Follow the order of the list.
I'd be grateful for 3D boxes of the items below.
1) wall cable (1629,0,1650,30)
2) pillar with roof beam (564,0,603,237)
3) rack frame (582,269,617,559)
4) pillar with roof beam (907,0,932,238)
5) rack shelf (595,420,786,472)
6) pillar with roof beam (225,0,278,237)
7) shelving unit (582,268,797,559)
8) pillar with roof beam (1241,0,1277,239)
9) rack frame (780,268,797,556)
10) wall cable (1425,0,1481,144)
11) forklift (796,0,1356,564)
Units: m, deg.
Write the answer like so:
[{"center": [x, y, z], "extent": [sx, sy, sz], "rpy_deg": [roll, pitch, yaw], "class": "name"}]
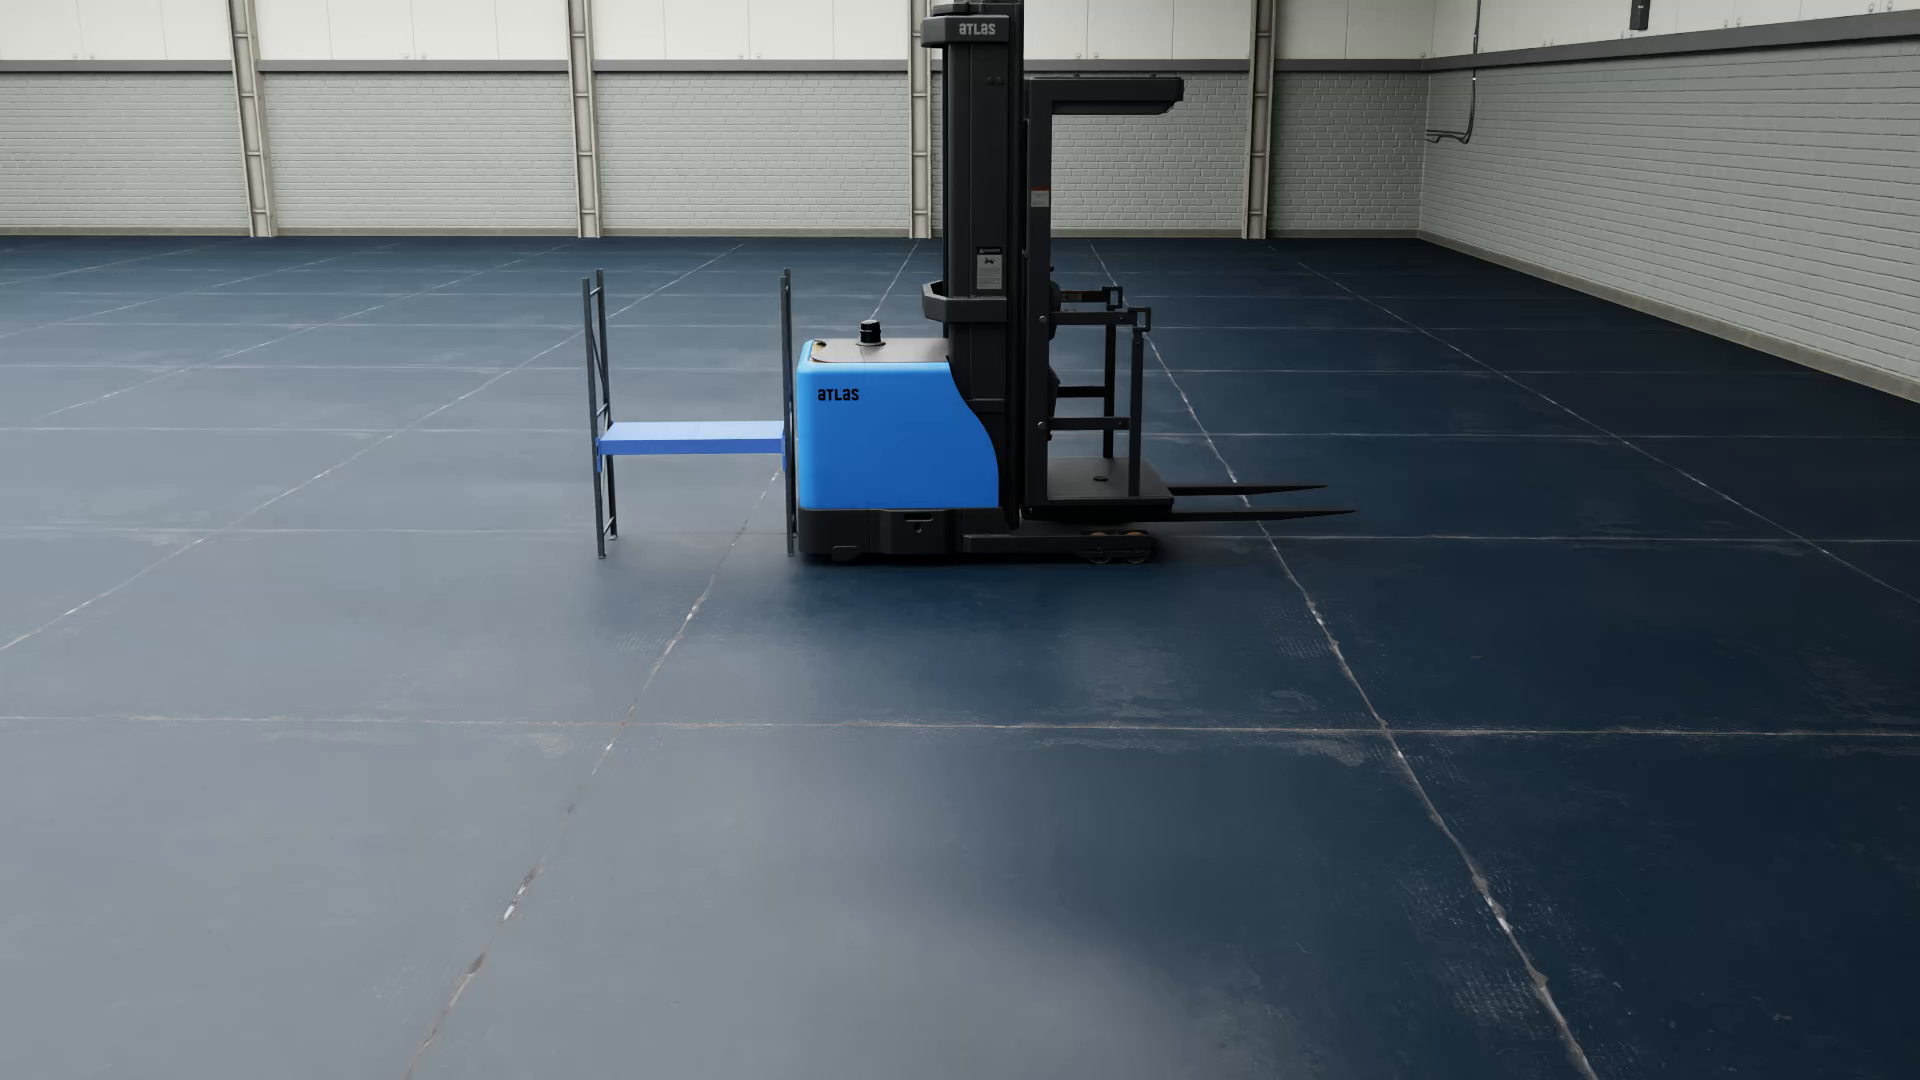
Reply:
[{"center": [7.939, -8.654, 17.836], "extent": [0.169, 6.003, 2.305], "rpy_deg": [0, 15, 1], "class": "wall cable"}, {"center": [-6.820, -8.768, 24.932], "extent": [0.400, 9.000, 9.100], "rpy_deg": [0, 15, 1], "class": "pillar with roof beam"}, {"center": [-1.948, -0.688, 9.008], "extent": [0.032, 1.500, 0.500], "rpy_deg": [-1, 15, -3], "class": "rack frame"}, {"center": [-0.822, -8.728, 24.783], "extent": [0.400, 9.000, 9.100], "rpy_deg": [0, 15, 1], "class": "pillar with roof beam"}, {"center": [-1.440, -0.521, 9.080], "extent": [1.000, 0.185, 0.538], "rpy_deg": [-1, 15, -3], "class": "rack shelf"}, {"center": [-12.818, -8.807, 25.080], "extent": [0.400, 9.000, 9.100], "rpy_deg": [0, 15, 1], "class": "pillar with roof beam"}, {"center": [-1.440, -0.695, 9.034], "extent": [1.048, 1.500, 0.538], "rpy_deg": [-1, 15, -3], "class": "shelving unit"}, {"center": [5.176, -8.689, 24.635], "extent": [0.400, 9.000, 9.100], "rpy_deg": [0, 15, 1], "class": "pillar with roof beam"}, {"center": [-0.933, -0.702, 9.060], "extent": [0.032, 1.500, 0.500], "rpy_deg": [-1, 15, -3], "class": "rack frame"}, {"center": [8.197, -7.929, 27.842], "extent": [0.112, 2.526, 3.097], "rpy_deg": [0, 15, 1], "class": "wall cable"}, {"center": [0.630, -1.426, 8.998], "extent": [3.031, 2.935, 1.130], "rpy_deg": [-1, 15, -3], "class": "forklift"}]
